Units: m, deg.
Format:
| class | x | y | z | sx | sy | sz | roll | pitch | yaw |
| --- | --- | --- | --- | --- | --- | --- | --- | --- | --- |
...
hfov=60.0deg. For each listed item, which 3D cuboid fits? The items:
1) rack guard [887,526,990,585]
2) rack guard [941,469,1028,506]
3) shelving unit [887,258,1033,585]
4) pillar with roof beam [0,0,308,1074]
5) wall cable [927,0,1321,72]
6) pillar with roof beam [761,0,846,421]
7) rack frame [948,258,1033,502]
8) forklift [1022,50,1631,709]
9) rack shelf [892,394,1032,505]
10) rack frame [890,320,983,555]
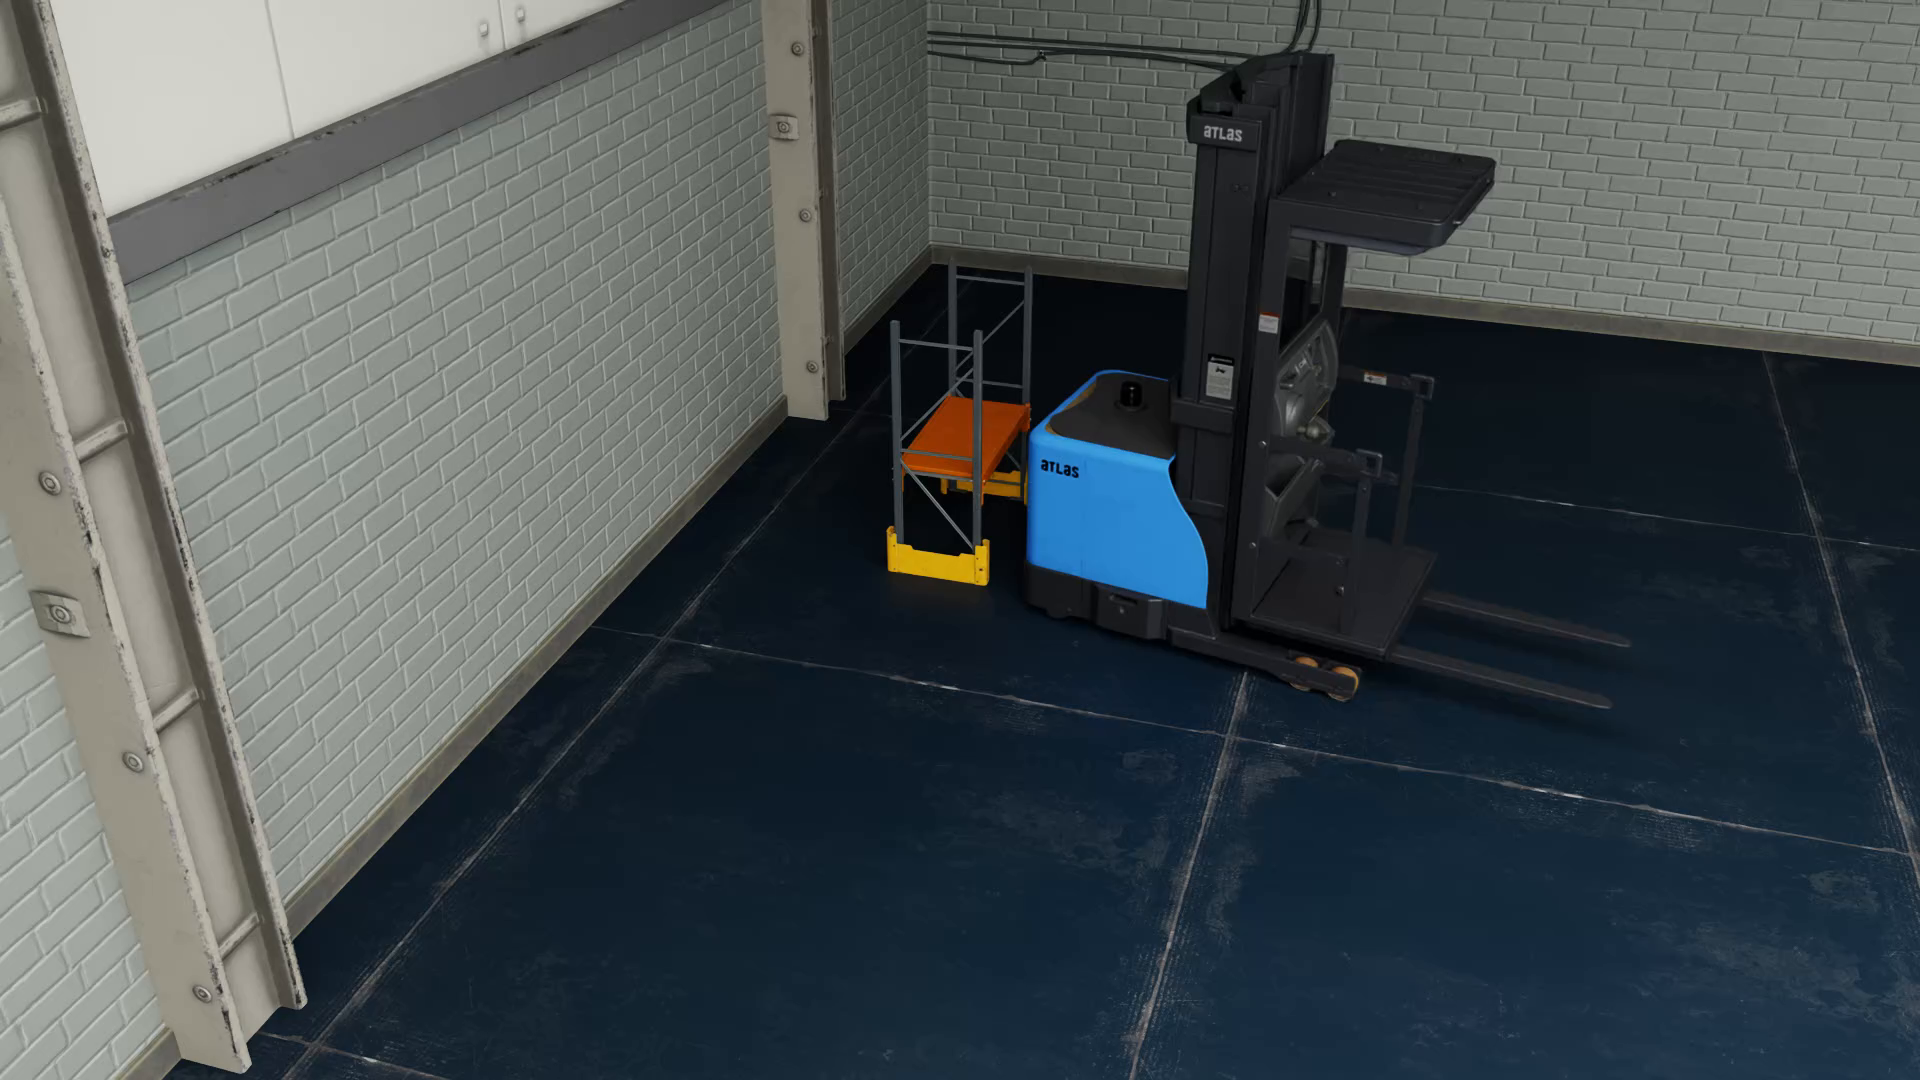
| class | x | y | z | sx | sy | sz | roll | pitch | yaw |
| --- | --- | --- | --- | --- | --- | --- | --- | --- | --- |
| rack guard | -0.124 | 0.087 | 9.337 | 0.587 | 0.250 | 0.087 | 8 | 30 | 15 |
| rack guard | 0.169 | -0.376 | 10.169 | 0.587 | 0.250 | 0.087 | 8 | 30 | 15 |
| shelving unit | 0.022 | -0.691 | 9.449 | 0.587 | 1.500 | 1.083 | 8 | 30 | 15 |
| pillar with roof beam | 1.361 | -1.447 | 3.094 | 9.100 | 9.000 | 0.400 | 8 | 30 | 15 |
| wall cable | 1.136 | -4.673 | 12.088 | 3.097 | 2.526 | 0.112 | 8 | 30 | 15 |
| pillar with roof beam | 3.122 | -4.235 | 8.107 | 9.100 | 9.000 | 0.400 | 8 | 30 | 15 |
| rack frame | 0.174 | -0.931 | 9.881 | 0.500 | 1.500 | 0.032 | 8 | 30 | 15 |
| forklift | 1.887 | -0.775 | 8.127 | 3.031 | 2.935 | 1.130 | 14 | 32 | 24 |
| rack shelf | 0.025 | -0.538 | 9.544 | 0.538 | 0.185 | 1.000 | 8 | 30 | 15 |
| rack frame | -0.124 | -0.459 | 9.032 | 0.500 | 1.500 | 0.032 | 8 | 30 | 15 |
